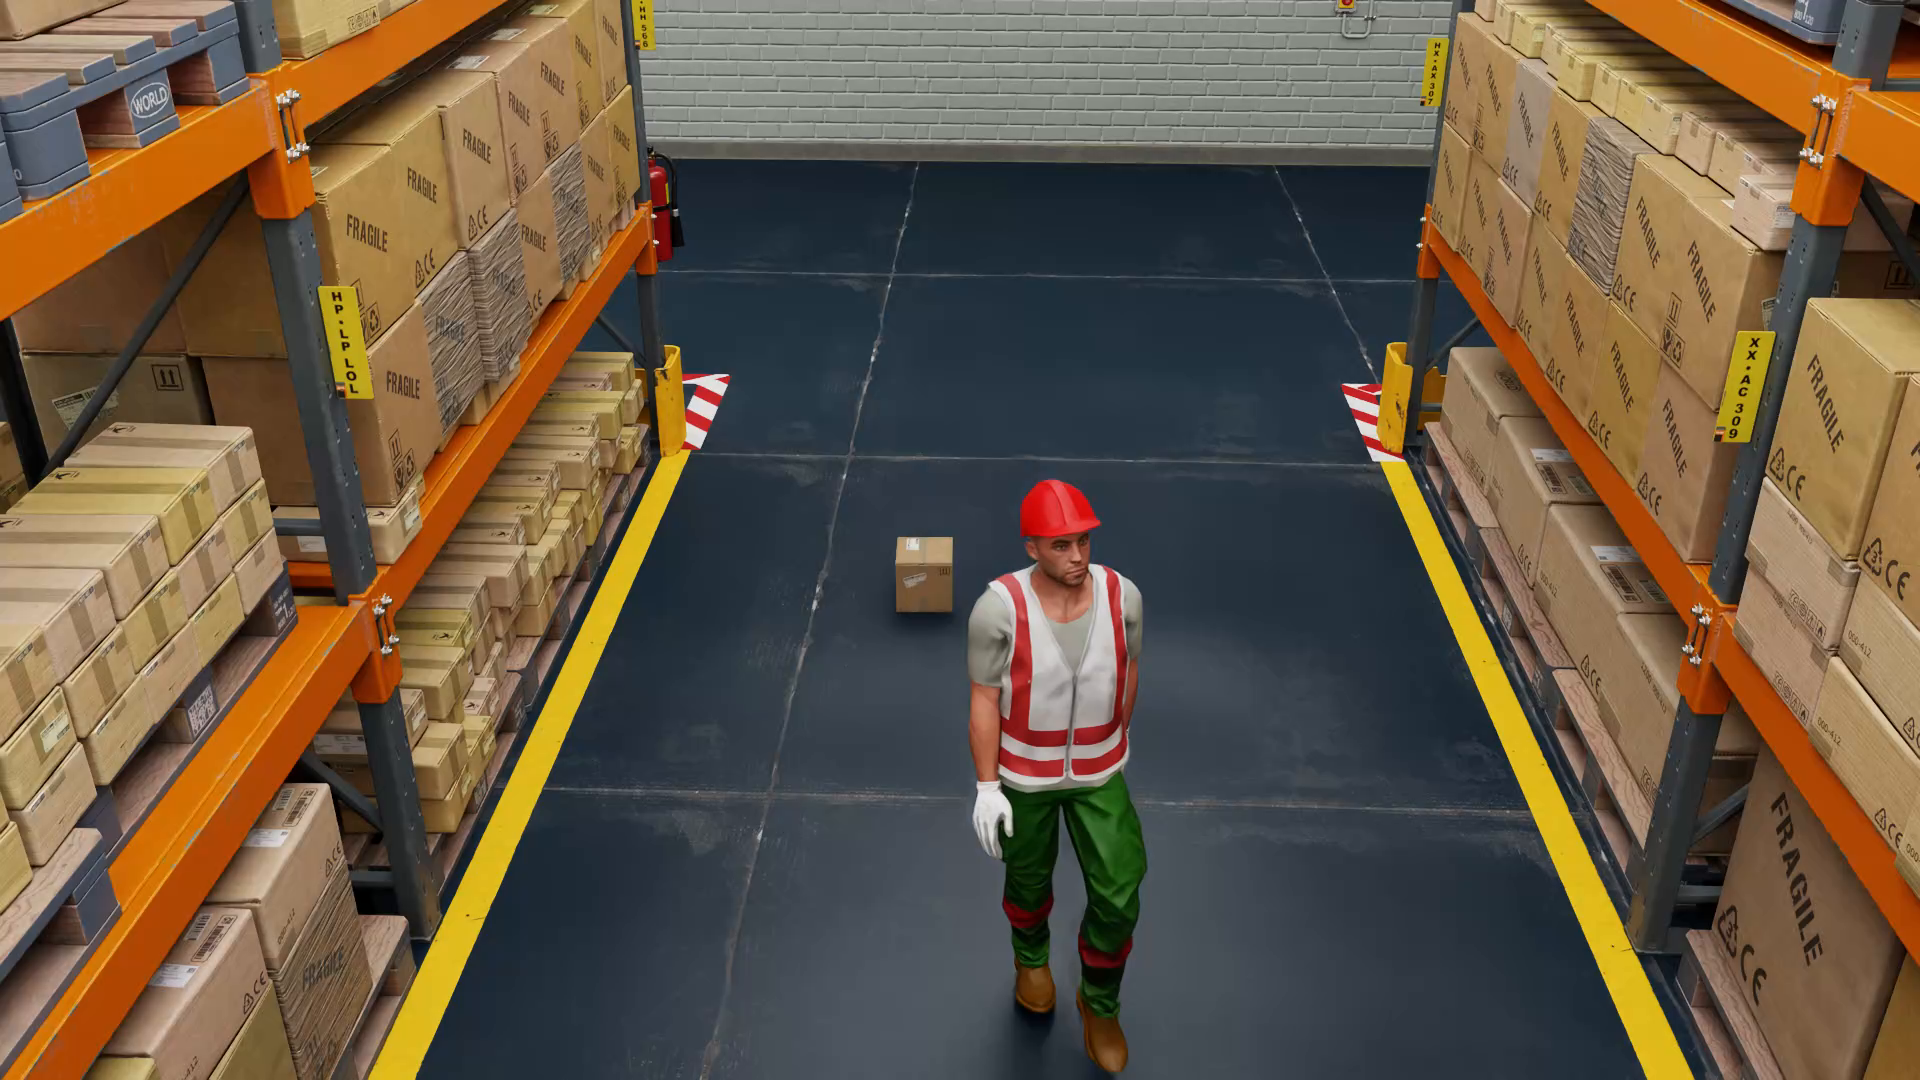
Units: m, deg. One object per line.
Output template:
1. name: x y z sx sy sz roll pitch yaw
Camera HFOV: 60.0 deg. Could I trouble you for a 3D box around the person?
1. person: 0.281 0.703 4.771 0.538 1.841 0.528 -4 28 -8
